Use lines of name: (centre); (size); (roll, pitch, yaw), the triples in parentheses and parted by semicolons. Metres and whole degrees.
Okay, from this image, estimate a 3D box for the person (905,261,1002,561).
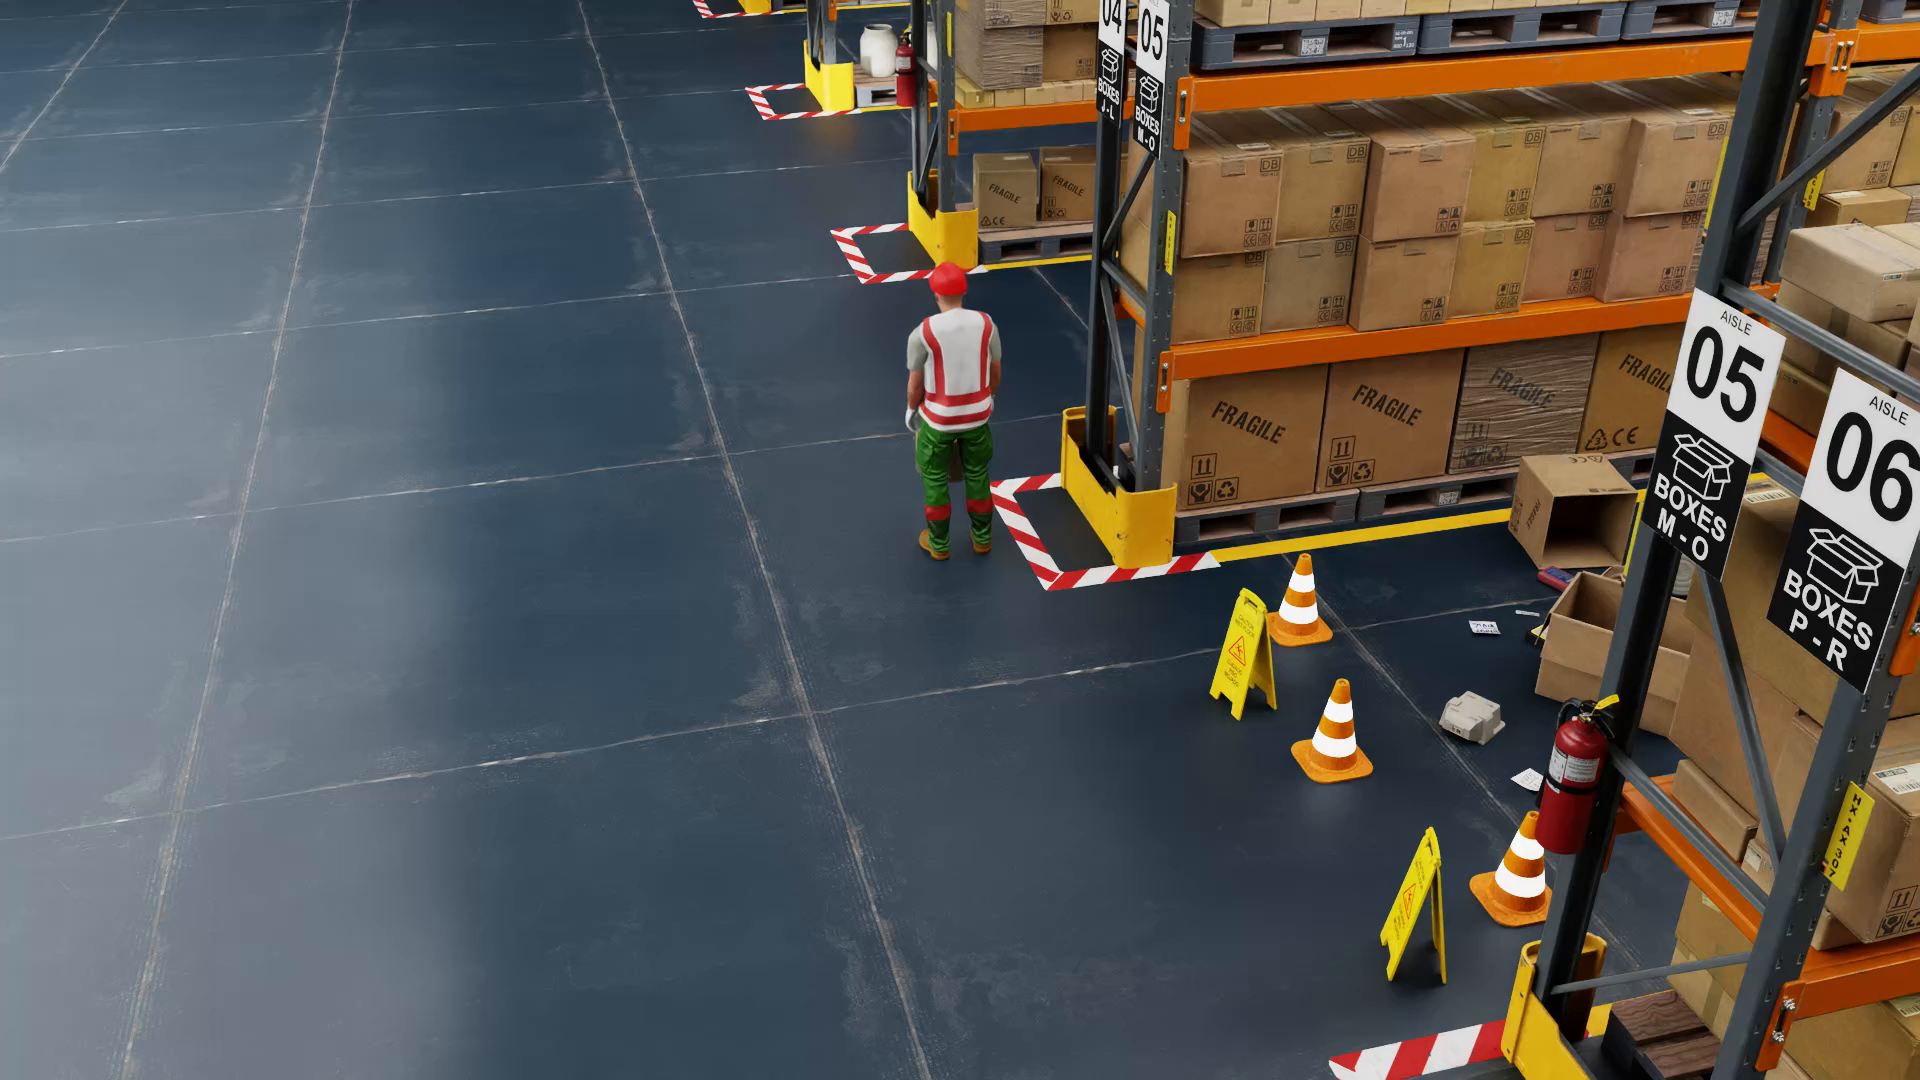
person: (-0.037, -0.715, 9.460); (0.553, 1.785, 0.416); (-9, 31, -15)
